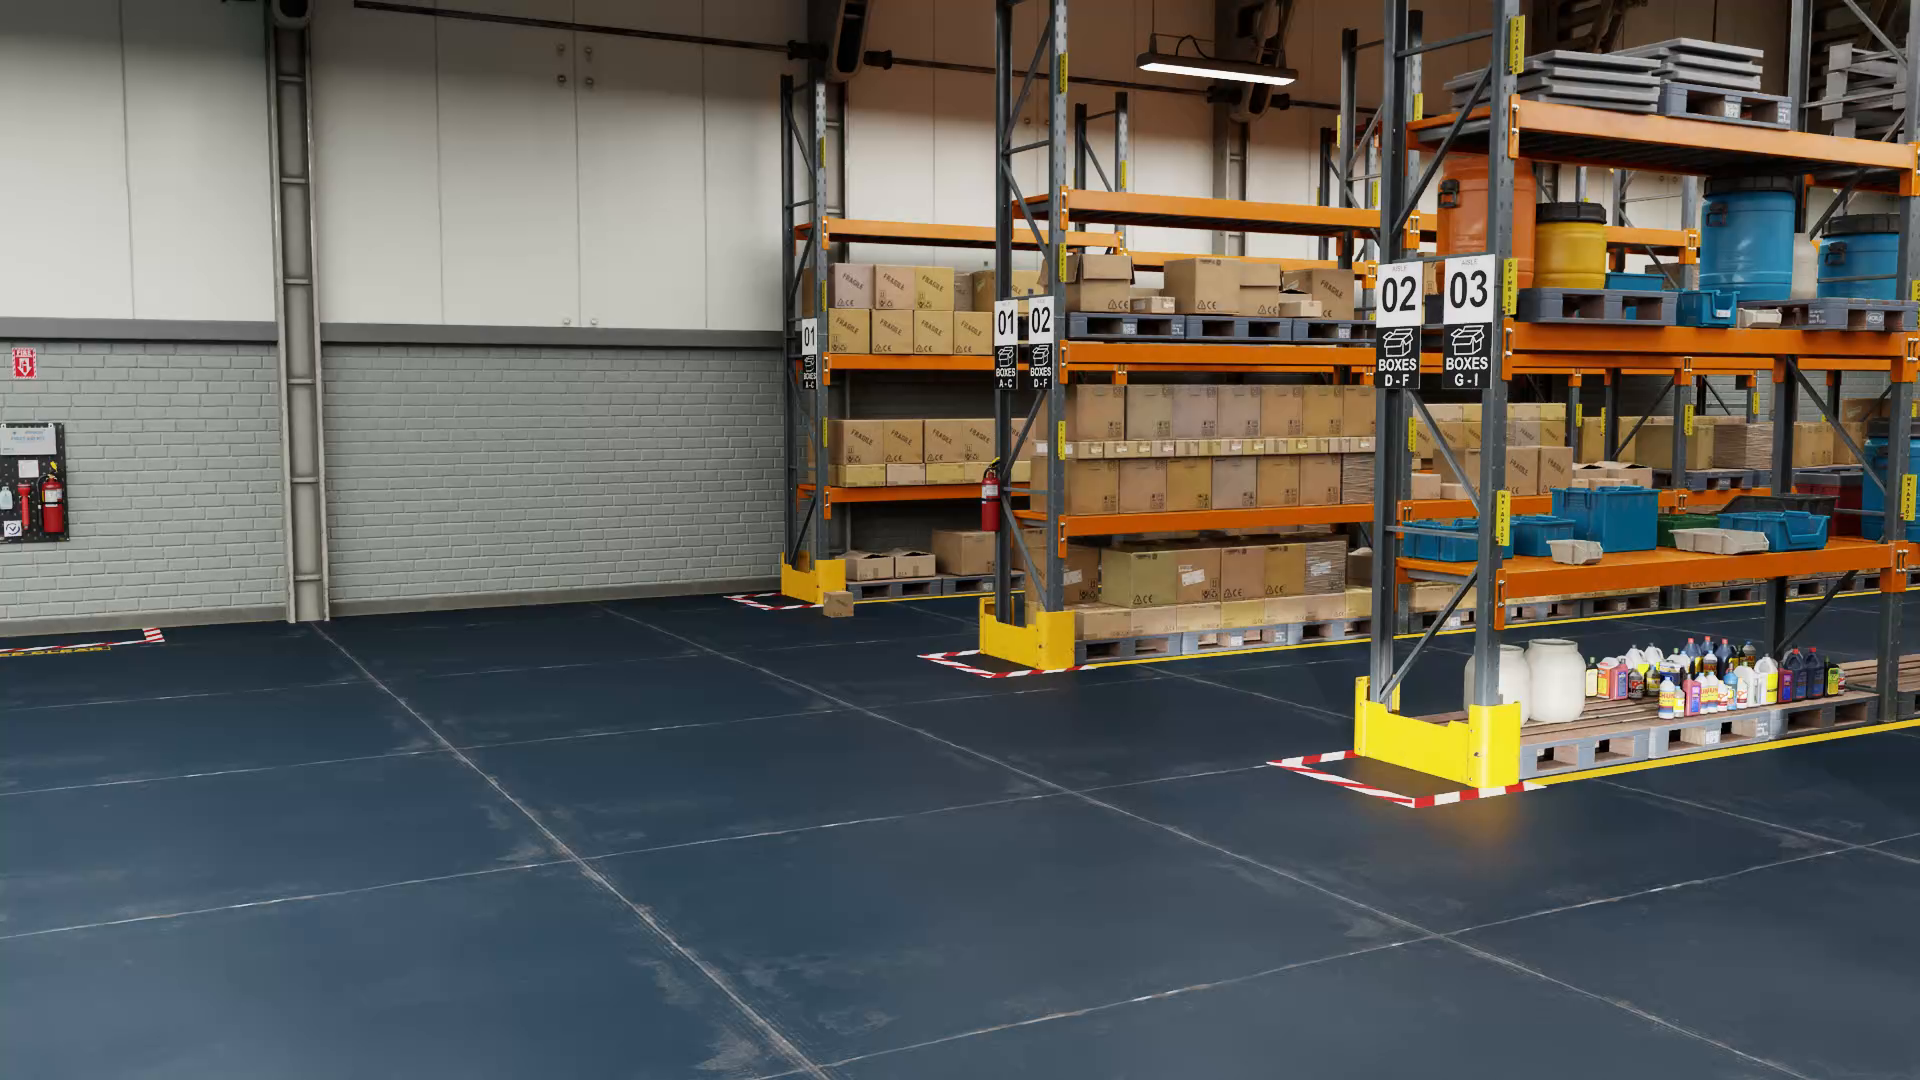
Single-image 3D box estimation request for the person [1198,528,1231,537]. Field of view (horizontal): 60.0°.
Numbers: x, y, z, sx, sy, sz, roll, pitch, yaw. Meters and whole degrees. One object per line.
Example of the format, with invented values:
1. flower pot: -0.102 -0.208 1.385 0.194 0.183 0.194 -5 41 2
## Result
1. person: 2.834 -0.052 18.318 0.590 1.722 0.460 0 5 -5
